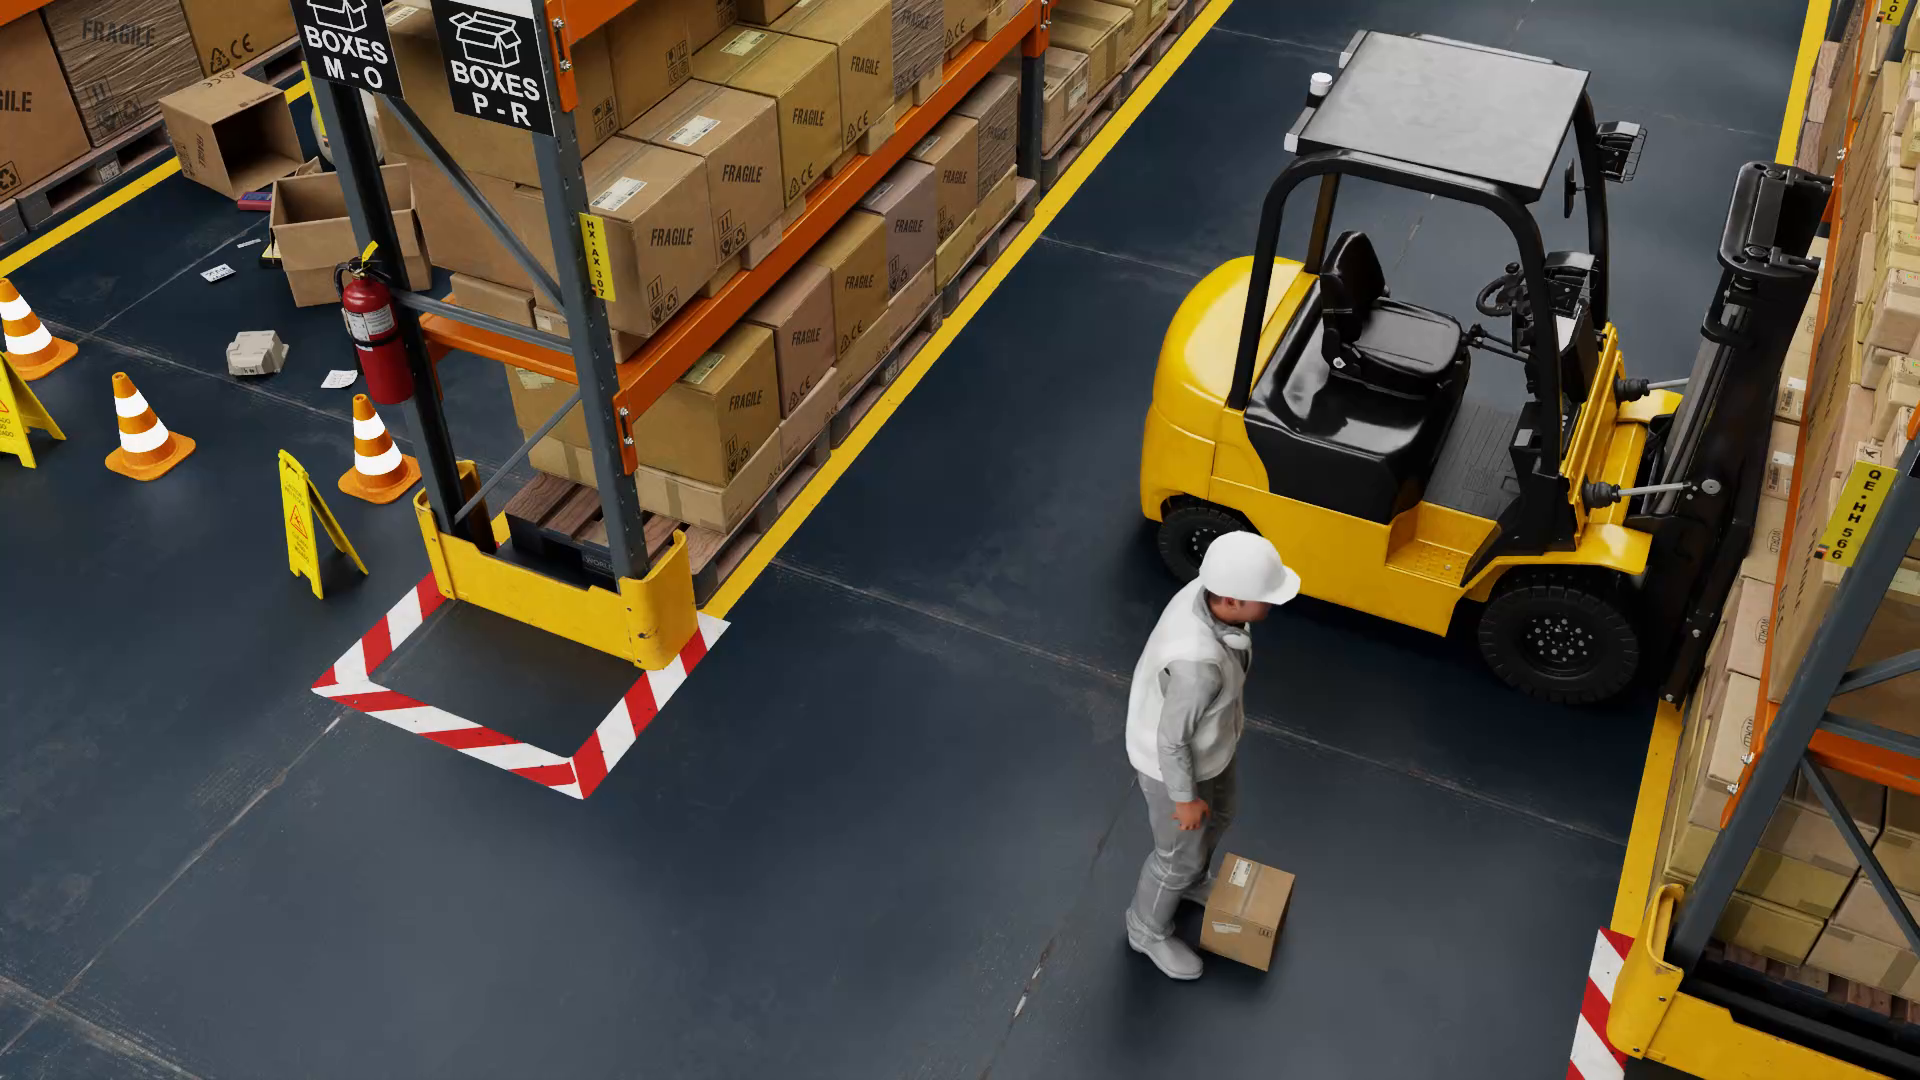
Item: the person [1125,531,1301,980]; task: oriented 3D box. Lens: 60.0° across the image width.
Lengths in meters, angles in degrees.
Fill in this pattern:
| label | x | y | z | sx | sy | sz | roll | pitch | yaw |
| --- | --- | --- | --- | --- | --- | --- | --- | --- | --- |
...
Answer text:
| label | x | y | z | sx | sy | sz | roll | pitch | yaw |
| --- | --- | --- | --- | --- | --- | --- | --- | --- | --- |
| person | 0.776 | 0.660 | 5.398 | 0.467 | 1.773 | 0.593 | 15 | 44 | 16 |
